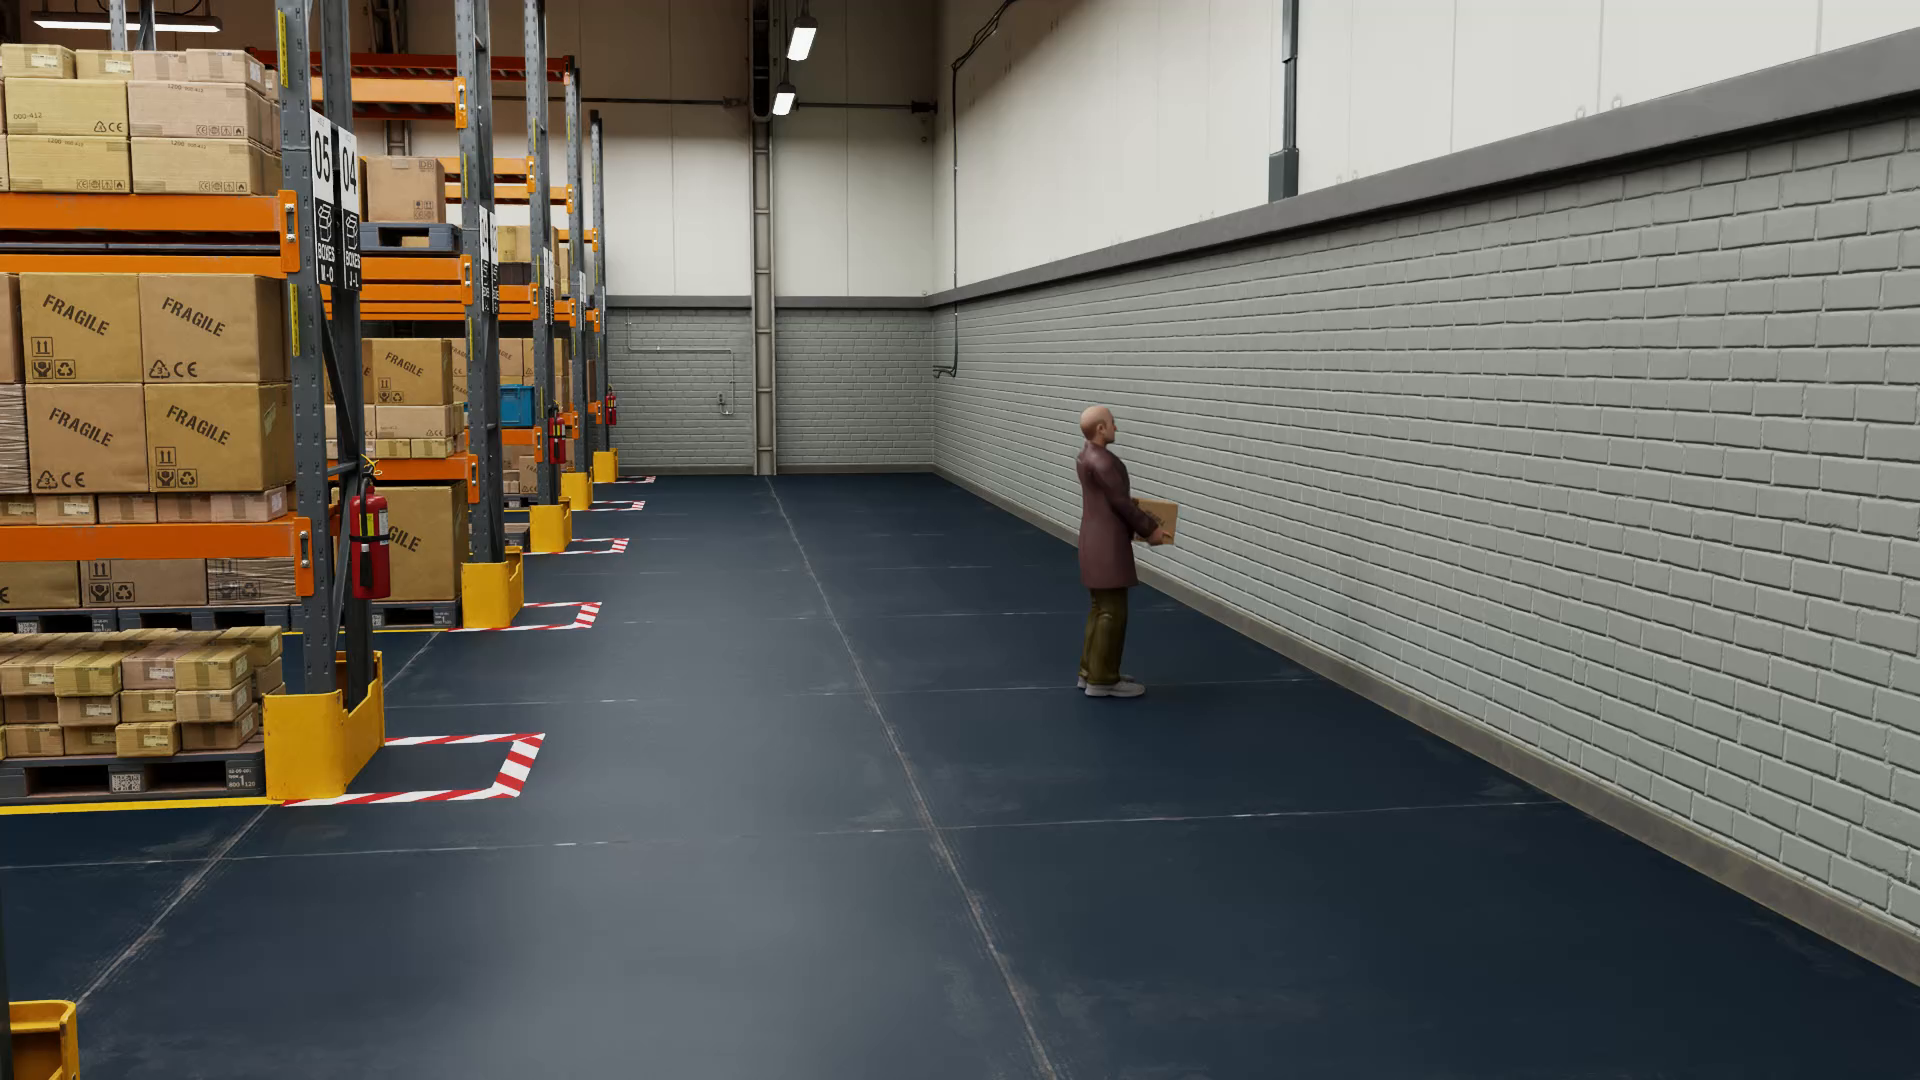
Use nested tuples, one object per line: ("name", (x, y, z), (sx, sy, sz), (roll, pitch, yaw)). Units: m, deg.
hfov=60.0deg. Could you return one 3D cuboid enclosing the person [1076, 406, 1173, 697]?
("person", (1.002, 0.060, 10.256), (0.558, 1.773, 0.529), (-1, 6, -8))
